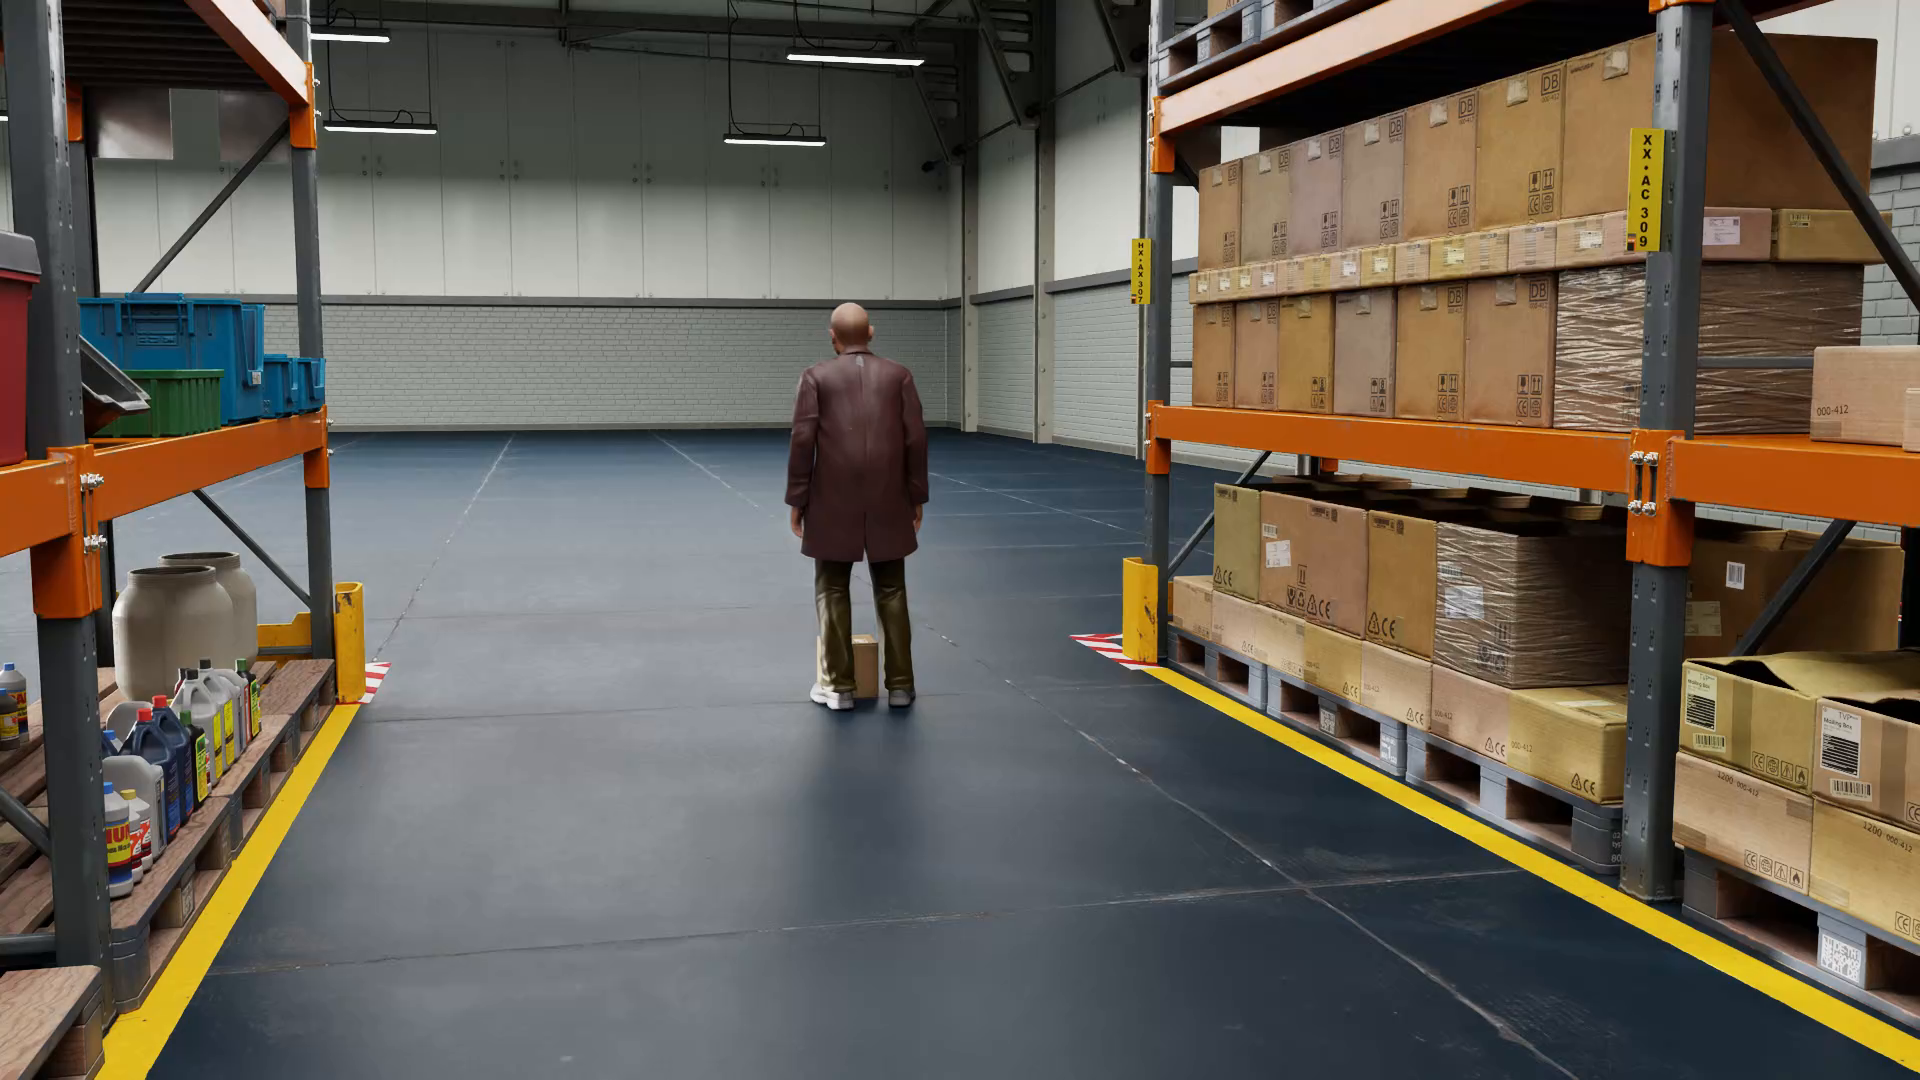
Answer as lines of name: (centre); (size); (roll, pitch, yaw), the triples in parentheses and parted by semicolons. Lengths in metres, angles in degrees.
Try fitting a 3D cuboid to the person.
person: (-0.450, -0.152, 7.337); (0.644, 1.774, 0.420); (-2, 6, -14)
